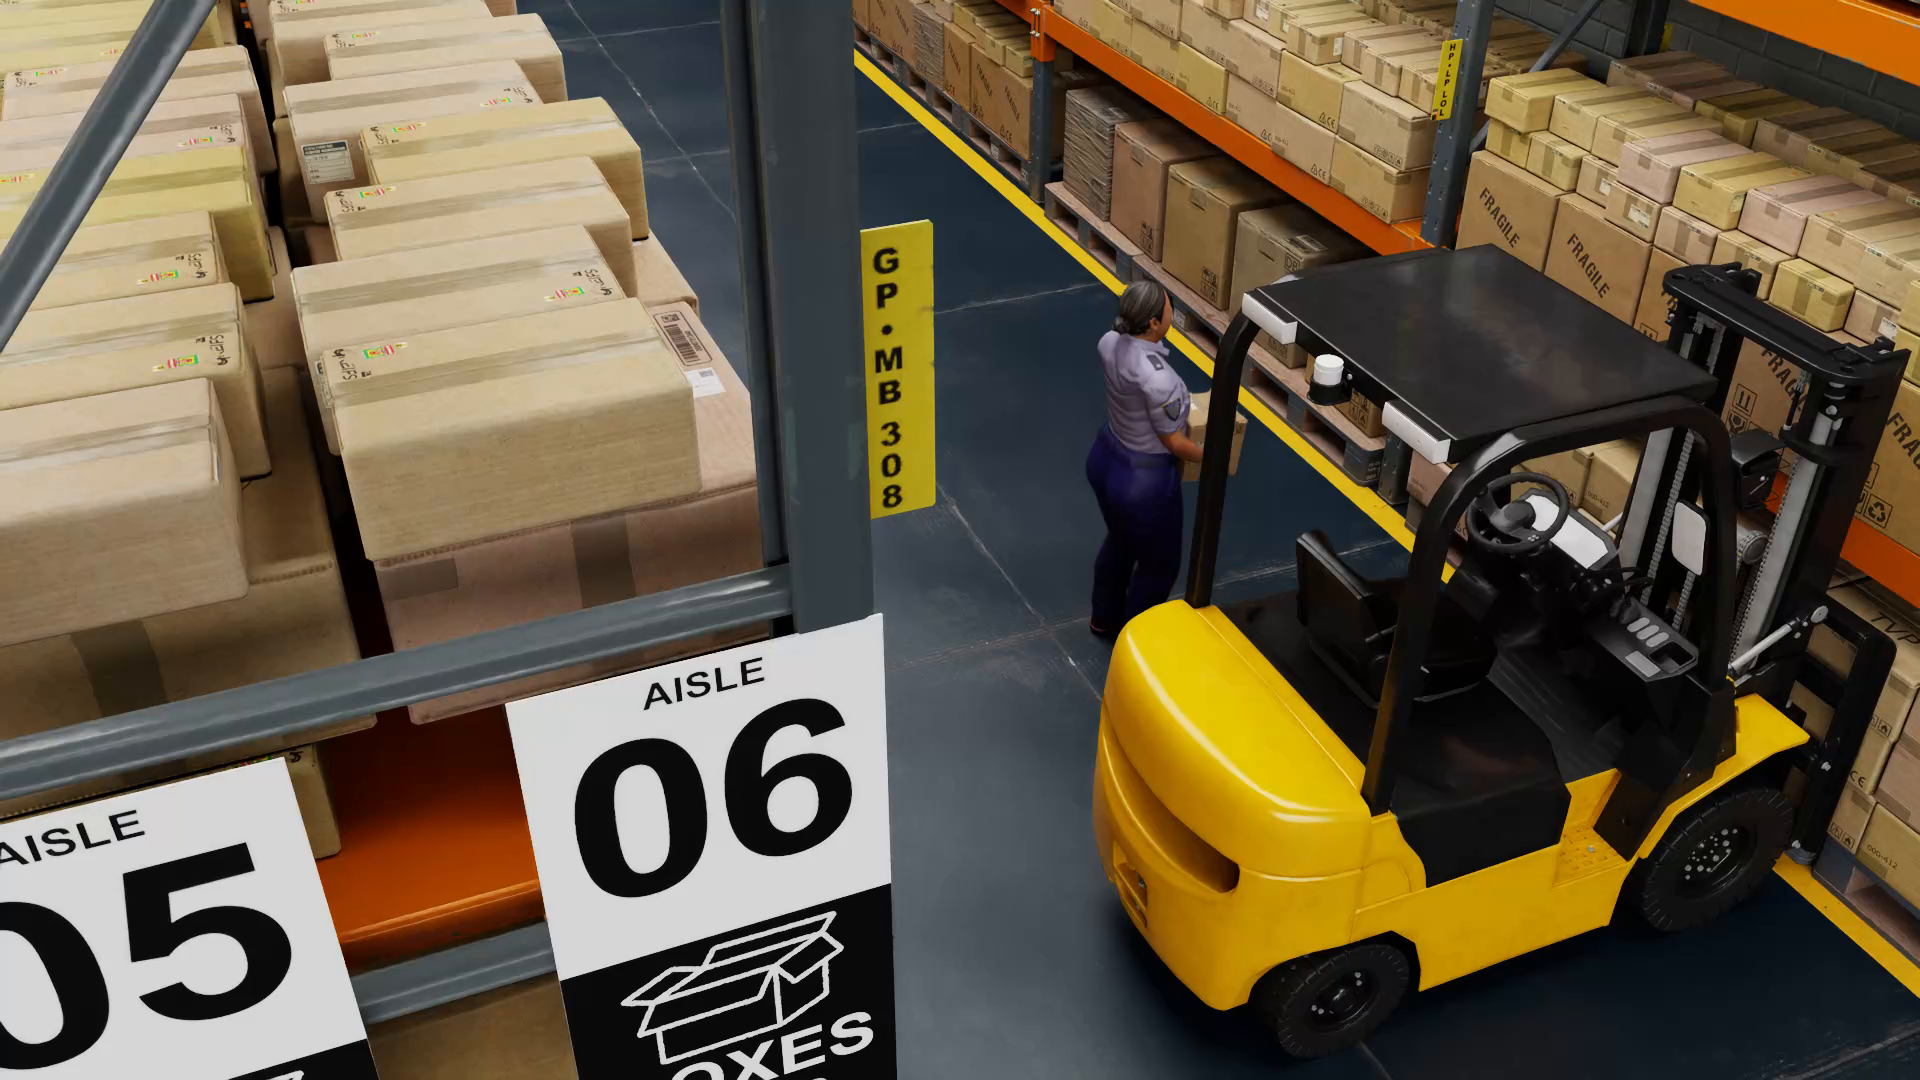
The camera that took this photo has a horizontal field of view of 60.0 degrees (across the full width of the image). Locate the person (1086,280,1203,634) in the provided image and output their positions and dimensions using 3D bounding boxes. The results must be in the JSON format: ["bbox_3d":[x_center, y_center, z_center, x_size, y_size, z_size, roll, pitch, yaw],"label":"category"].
[{"bbox_3d":[0.766,-0.274,6.559,0.497,1.652,0.480,-13,36,-19],"label":"person"}]
